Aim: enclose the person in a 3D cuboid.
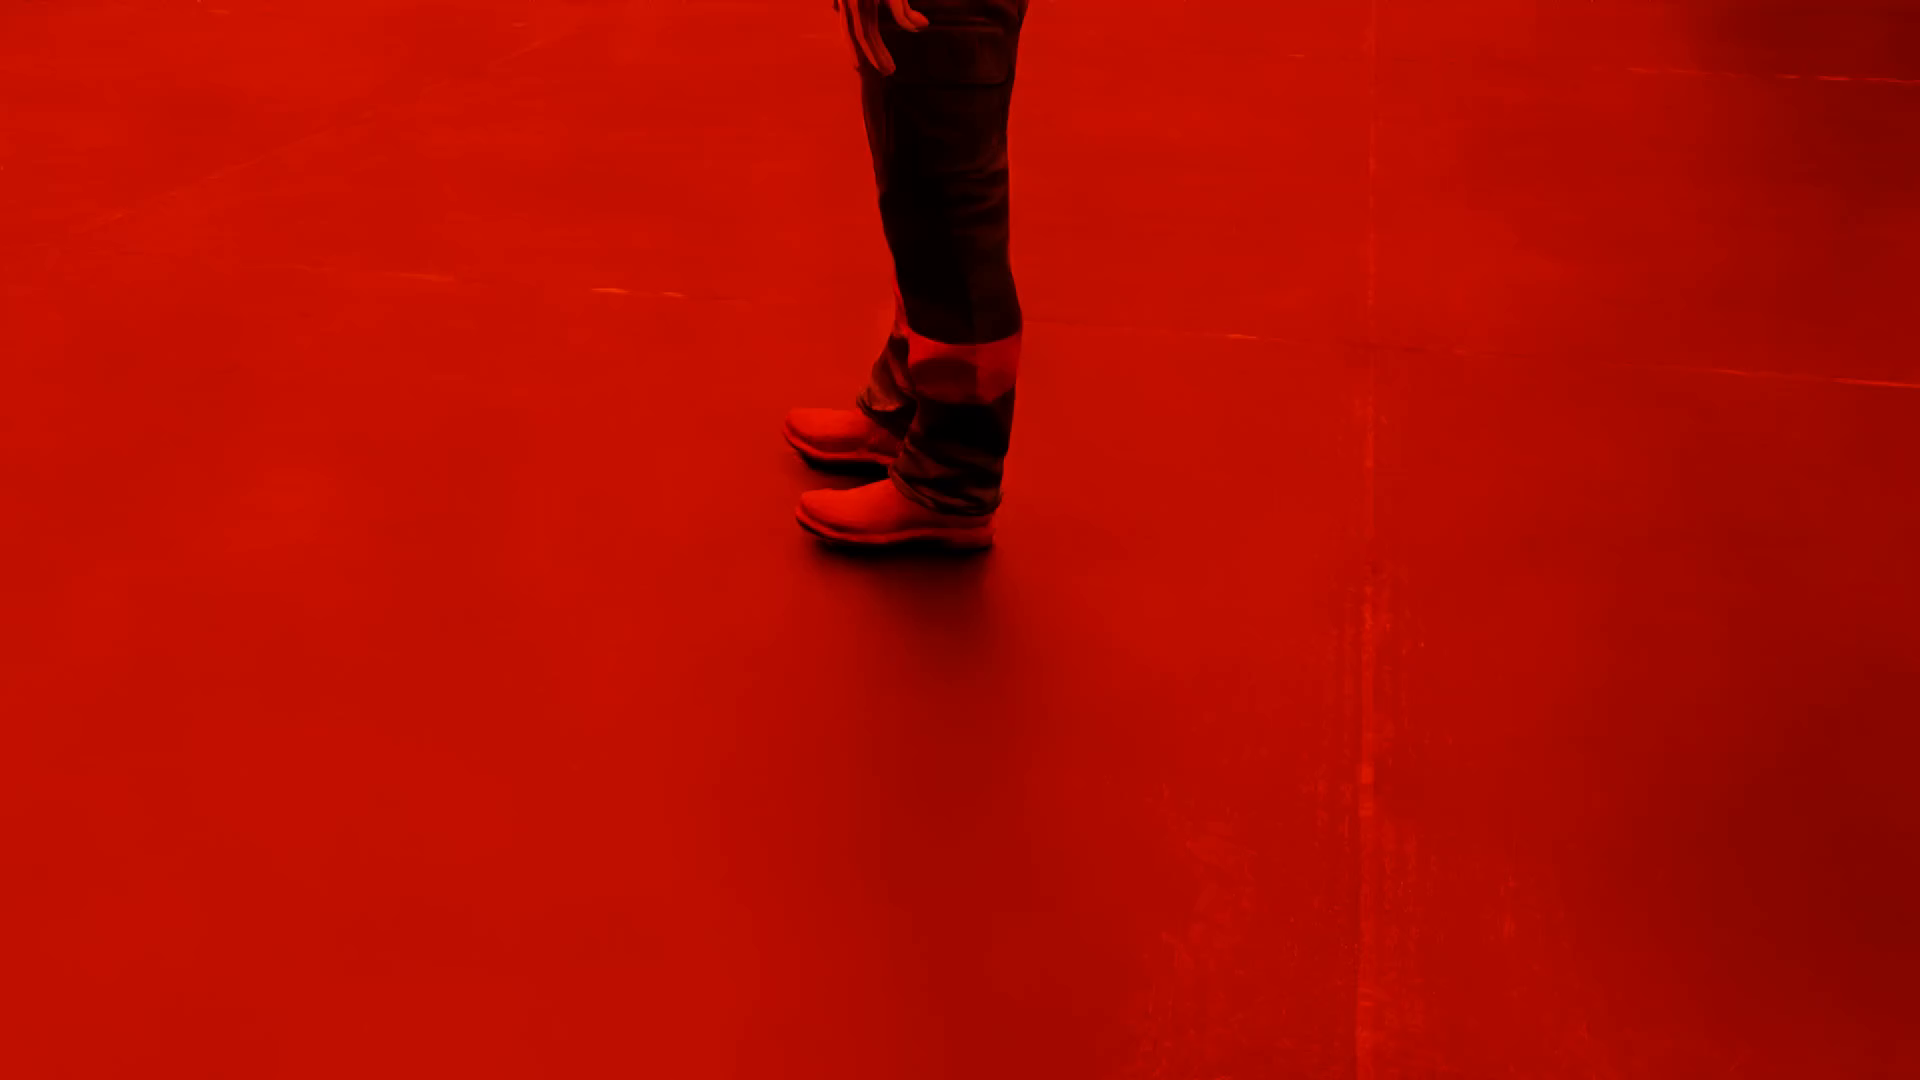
[{"bbox_3d":[-0.076,-0.818,2.119,0.563,1.787,0.637,6,27,11],"label":"person"}]
